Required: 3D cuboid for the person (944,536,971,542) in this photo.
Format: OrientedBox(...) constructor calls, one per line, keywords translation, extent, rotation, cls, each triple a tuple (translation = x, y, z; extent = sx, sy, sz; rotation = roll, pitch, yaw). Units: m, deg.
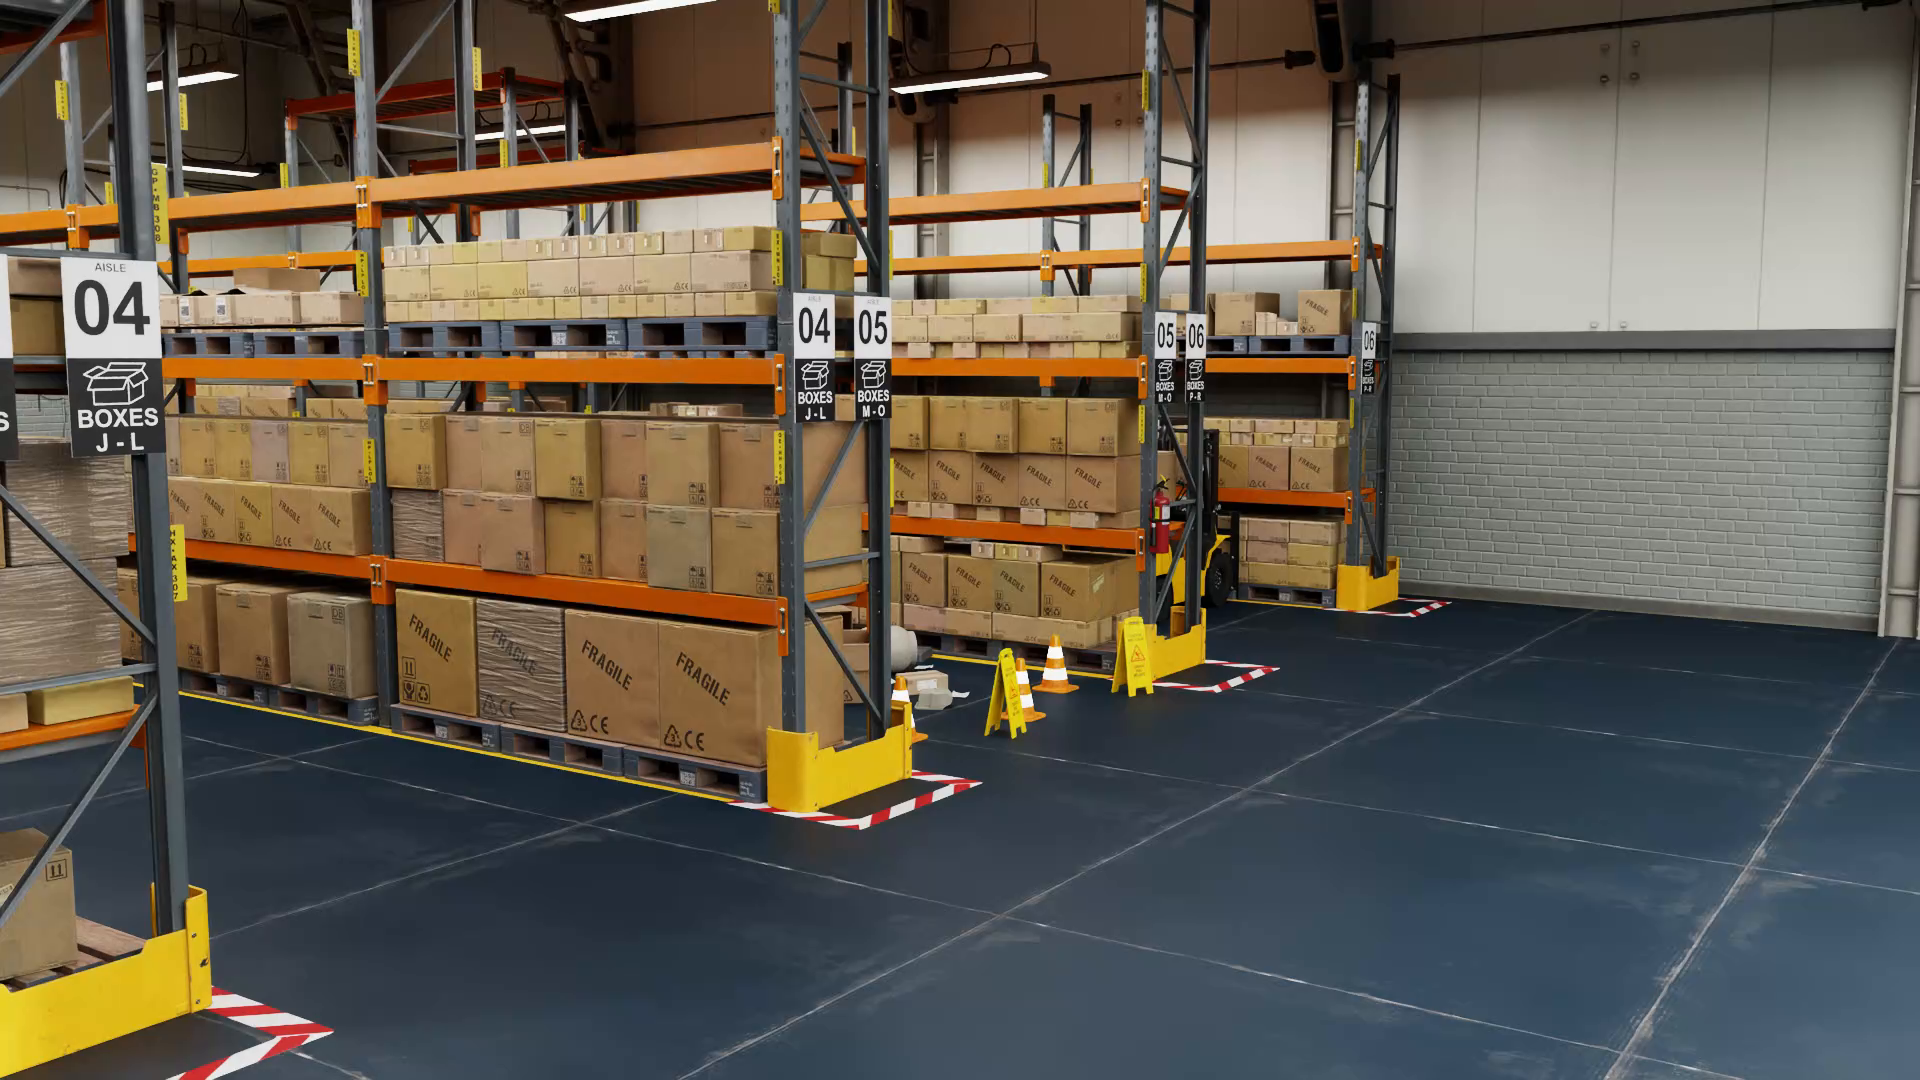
OrientedBox(translation=(-0.104, -0.142, 18.882), extent=(0.581, 1.789, 0.555), rotation=(3, 7, 28), cls="person")
